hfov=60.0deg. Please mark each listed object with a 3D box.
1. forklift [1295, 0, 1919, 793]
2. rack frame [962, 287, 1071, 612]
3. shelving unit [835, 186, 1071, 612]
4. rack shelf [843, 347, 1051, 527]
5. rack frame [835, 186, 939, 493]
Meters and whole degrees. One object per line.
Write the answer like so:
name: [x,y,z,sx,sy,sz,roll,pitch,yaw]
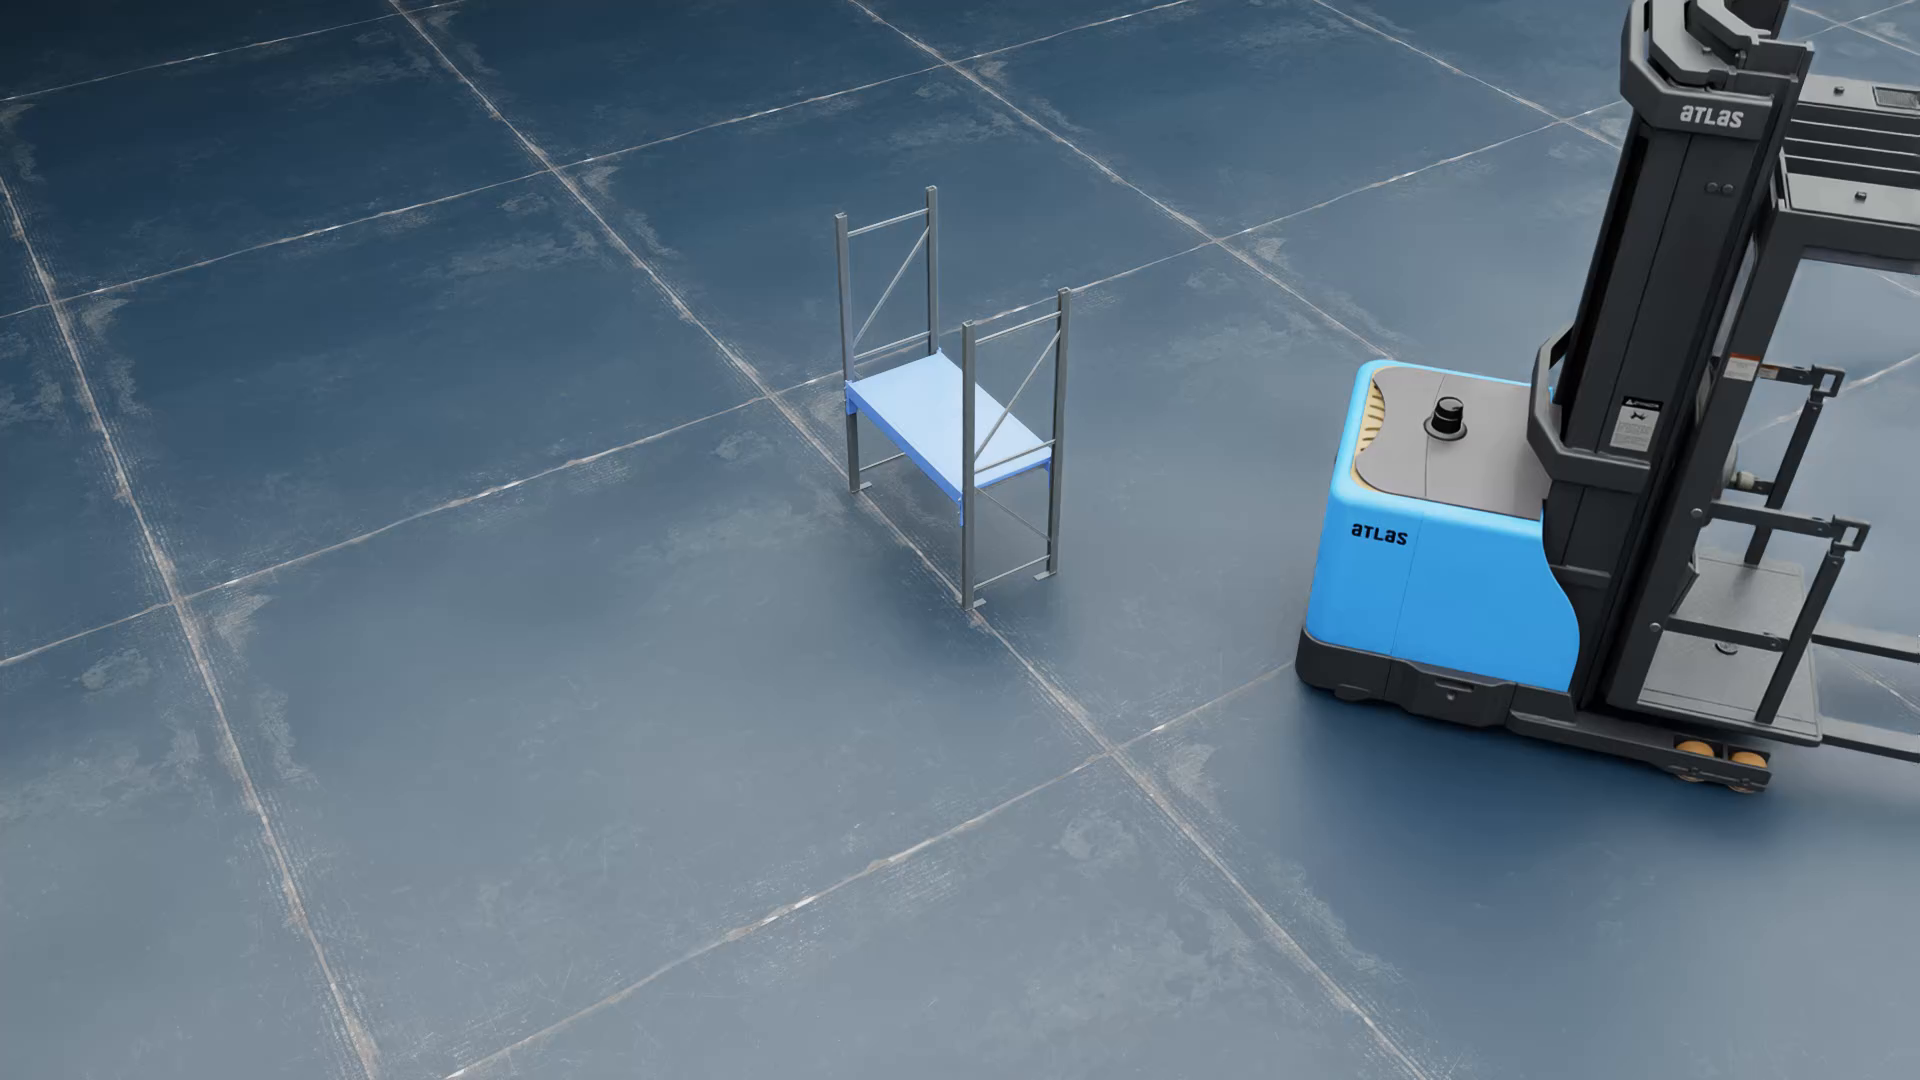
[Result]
forklift: [2.994,-0.506,6.128,3.031,2.935,1.130,11,41,13]
rack frame: [0.227,-0.348,7.056,0.500,1.500,0.032,-22,45,-24]
shelving unit: [-0.046,-0.622,7.386,0.538,1.500,1.048,-22,45,-24]
rack shelf: [-0.046,-0.484,7.501,0.538,0.185,1.000,-22,45,-24]
rack frame: [-0.319,-0.897,7.715,0.500,1.500,0.032,-22,45,-24]
